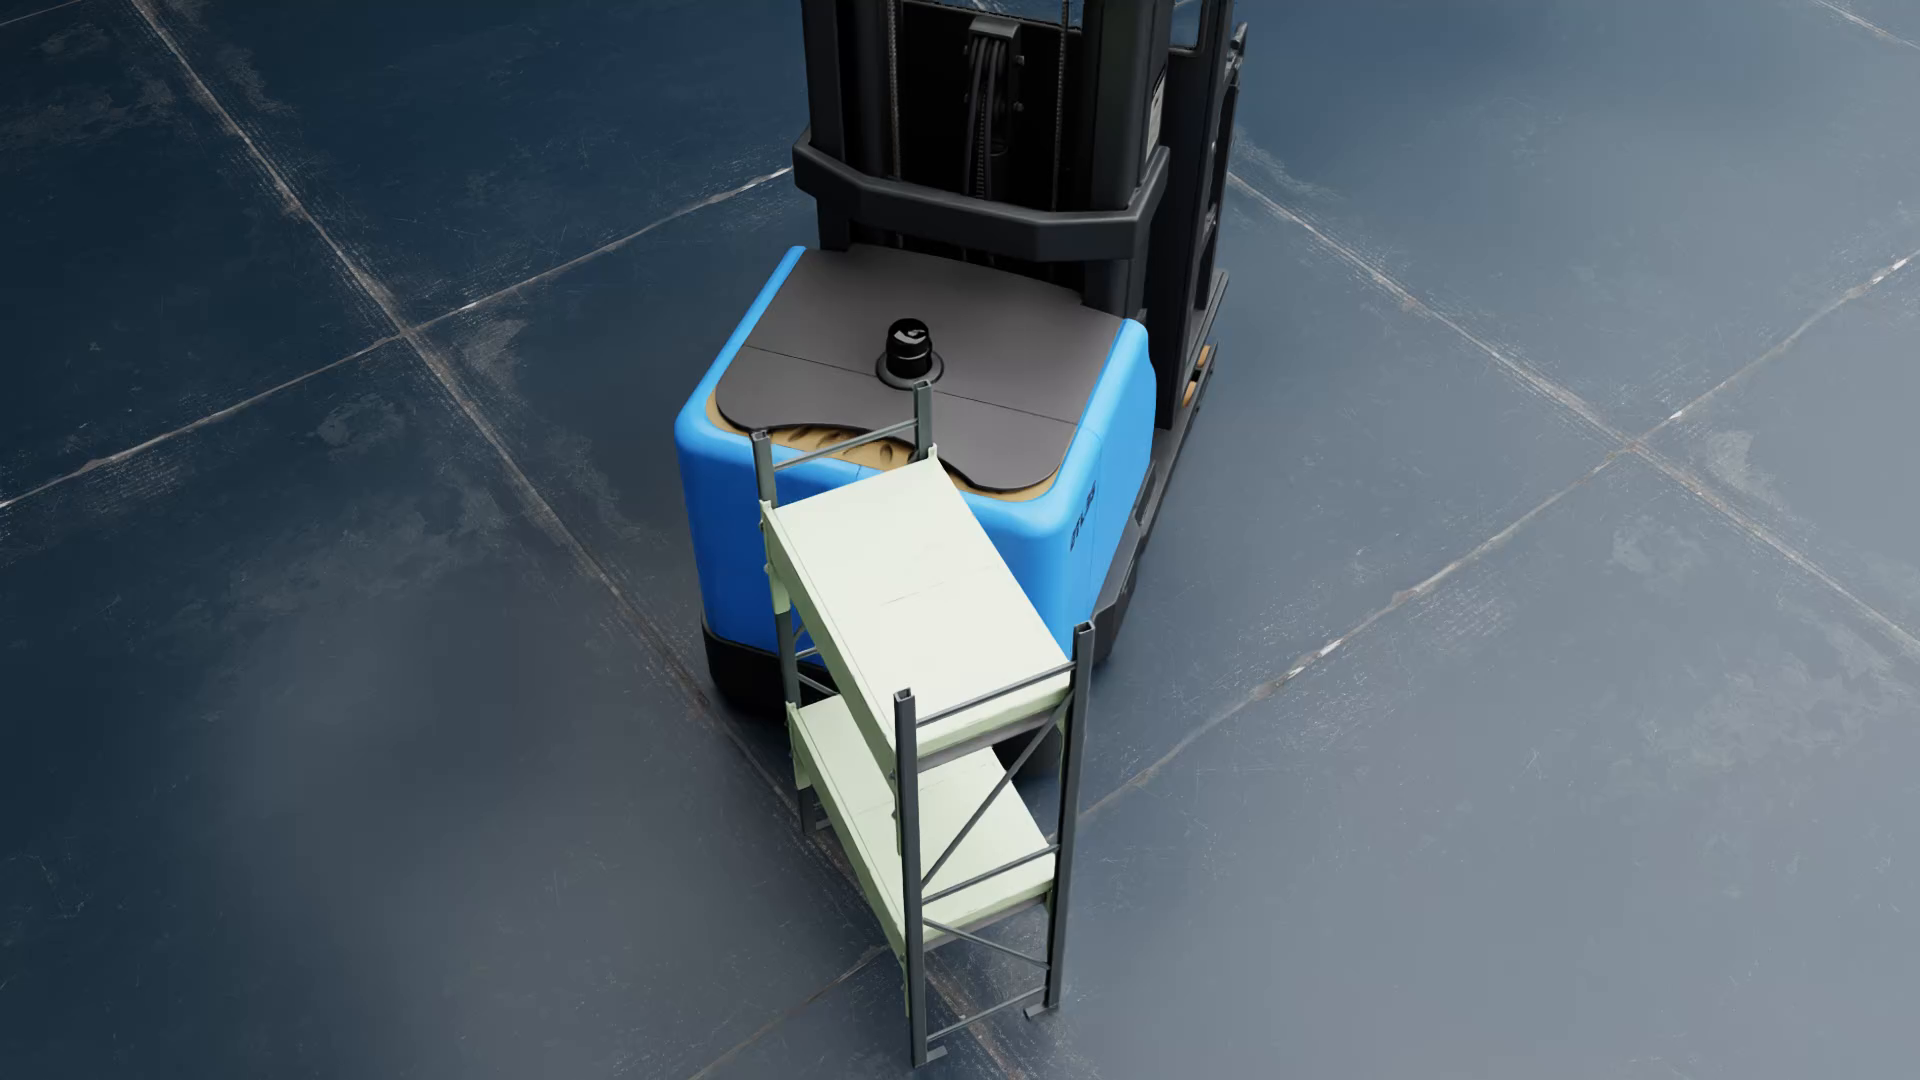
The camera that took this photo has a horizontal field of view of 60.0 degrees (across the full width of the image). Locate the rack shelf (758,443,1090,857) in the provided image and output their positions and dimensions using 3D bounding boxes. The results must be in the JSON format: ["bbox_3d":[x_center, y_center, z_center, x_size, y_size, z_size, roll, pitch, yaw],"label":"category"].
[{"bbox_3d":[-0.090,0.215,3.516,0.431,0.370,0.720,-19,51,-17],"label":"rack shelf"}]

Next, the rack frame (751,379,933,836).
[{"bbox_3d":[-0.245,0.231,4.028,0.400,1.500,0.023,-19,51,-17],"label":"rack frame"}]

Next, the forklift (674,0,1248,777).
[{"bbox_3d":[0.242,-1.452,4.588,1.130,2.935,3.031,14,49,13],"label":"forklift"}]

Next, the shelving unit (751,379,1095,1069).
[{"bbox_3d":[-0.090,0.477,3.805,0.431,1.500,0.755,-19,51,-17],"label":"shelving unit"}]

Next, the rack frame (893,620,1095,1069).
[{"bbox_3d":[0.065,0.722,3.583,0.400,1.500,0.023,-19,51,-17],"label":"rack frame"}]

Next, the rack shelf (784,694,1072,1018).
[{"bbox_3d":[-0.090,0.696,4.047,0.431,0.370,0.720,-19,51,-17],"label":"rack shelf"}]
